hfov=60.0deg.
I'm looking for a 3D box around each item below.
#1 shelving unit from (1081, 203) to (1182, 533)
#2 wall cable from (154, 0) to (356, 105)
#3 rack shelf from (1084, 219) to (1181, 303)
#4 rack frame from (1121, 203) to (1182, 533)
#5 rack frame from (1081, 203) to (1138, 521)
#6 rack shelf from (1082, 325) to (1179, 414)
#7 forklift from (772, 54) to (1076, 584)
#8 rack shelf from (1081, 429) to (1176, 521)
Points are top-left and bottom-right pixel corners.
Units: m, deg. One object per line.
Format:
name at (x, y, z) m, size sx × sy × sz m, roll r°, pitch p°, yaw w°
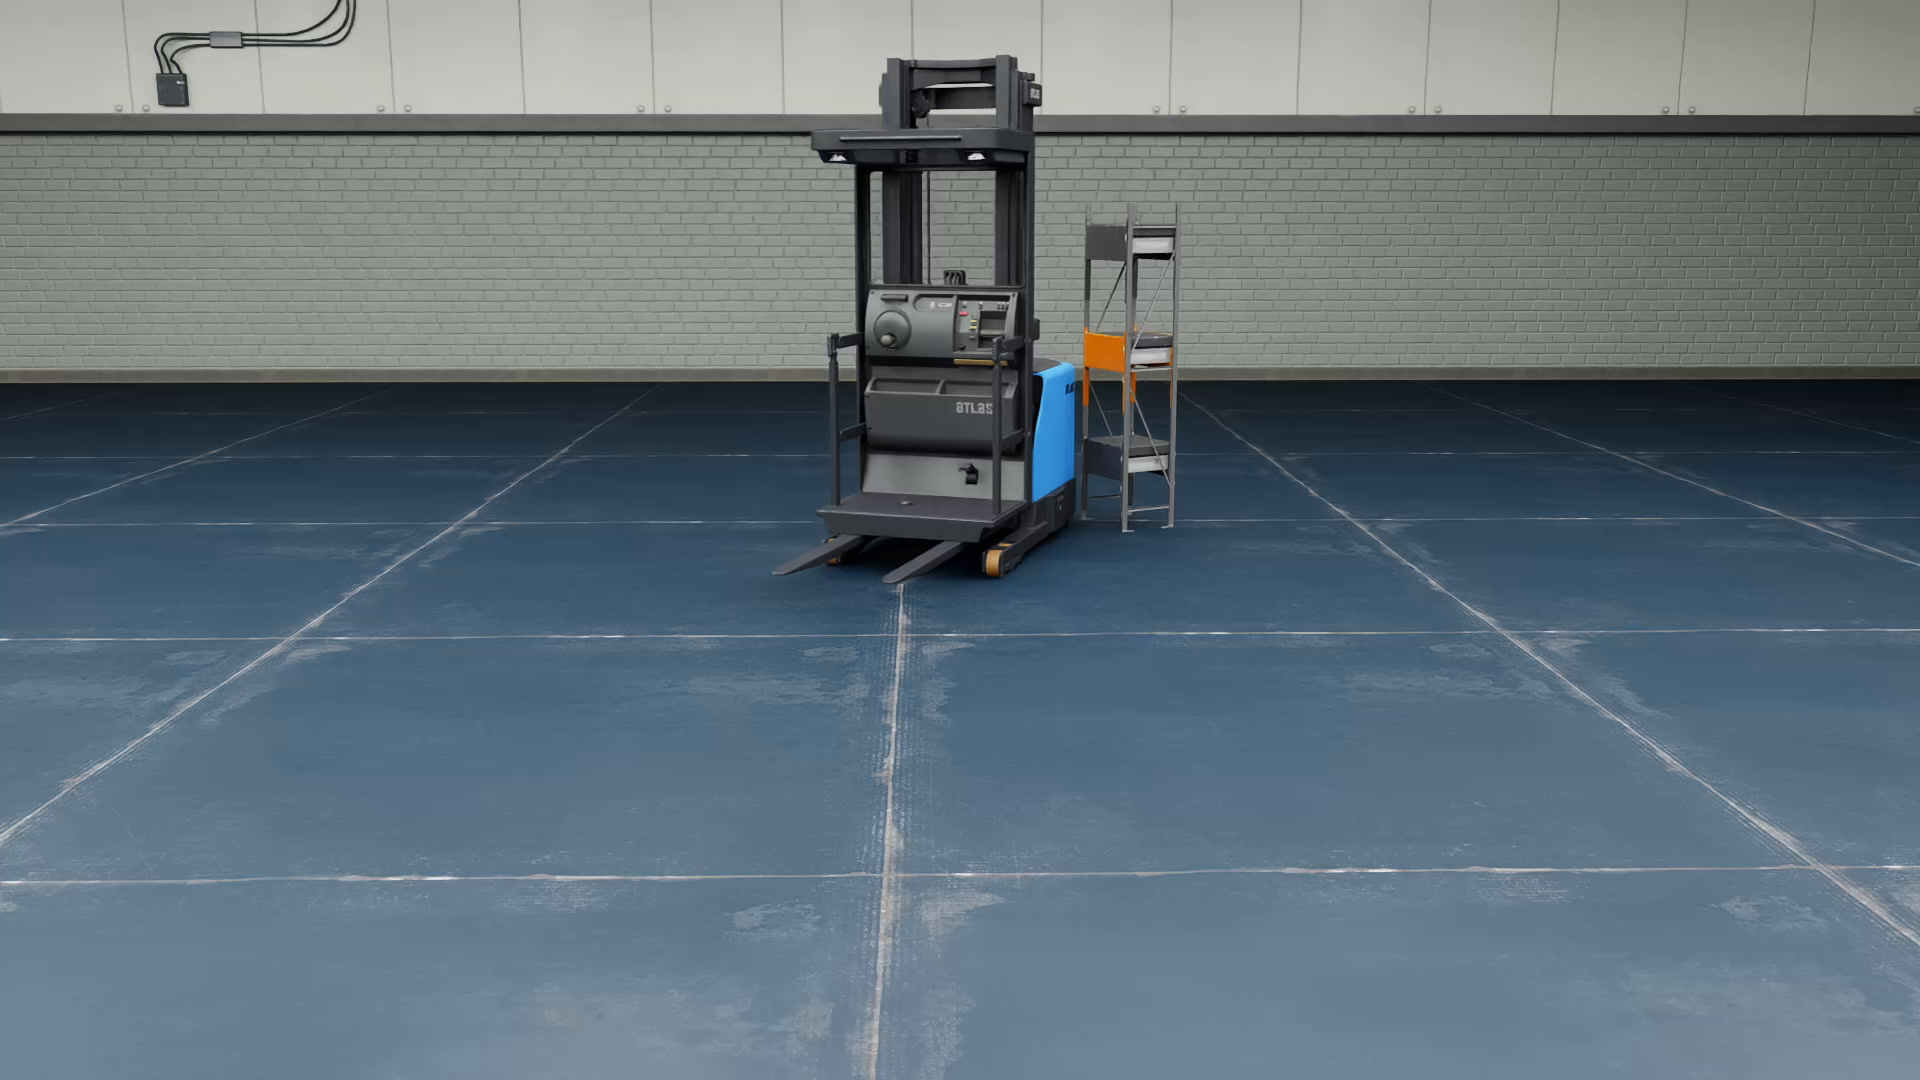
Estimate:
shelving unit at (1.111, -1.136, 10.880) m, size 0.431 × 2.100 × 0.503 m, roll -6°, pitch 13°, yaw -28°
wall cable at (-8.045, -7.946, 18.542) m, size 2.305 × 6.003 × 0.169 m, roll 0°, pitch 11°, yaw -1°
rack shelf at (1.111, -1.809, 10.743) m, size 0.431 × 0.518 × 0.480 m, roll -6°, pitch 13°, yaw -28°
rack frame at (1.227, -1.094, 10.669) m, size 0.400 × 2.100 × 0.015 m, roll -6°, pitch 13°, yaw -28°
rack frame at (0.995, -1.179, 11.090) m, size 0.400 × 2.100 × 0.015 m, roll -6°, pitch 13°, yaw -28°
rack shelf at (1.111, -1.123, 10.882) m, size 0.431 × 0.518 × 0.480 m, roll -6°, pitch 13°, yaw -28°
forklift at (-0.178, -1.310, 9.642) m, size 1.130 × 2.935 × 3.031 m, roll 4°, pitch 12°, yaw 18°
rack shelf at (1.111, -0.437, 11.021) m, size 0.431 × 0.518 × 0.480 m, roll -6°, pitch 13°, yaw -28°
